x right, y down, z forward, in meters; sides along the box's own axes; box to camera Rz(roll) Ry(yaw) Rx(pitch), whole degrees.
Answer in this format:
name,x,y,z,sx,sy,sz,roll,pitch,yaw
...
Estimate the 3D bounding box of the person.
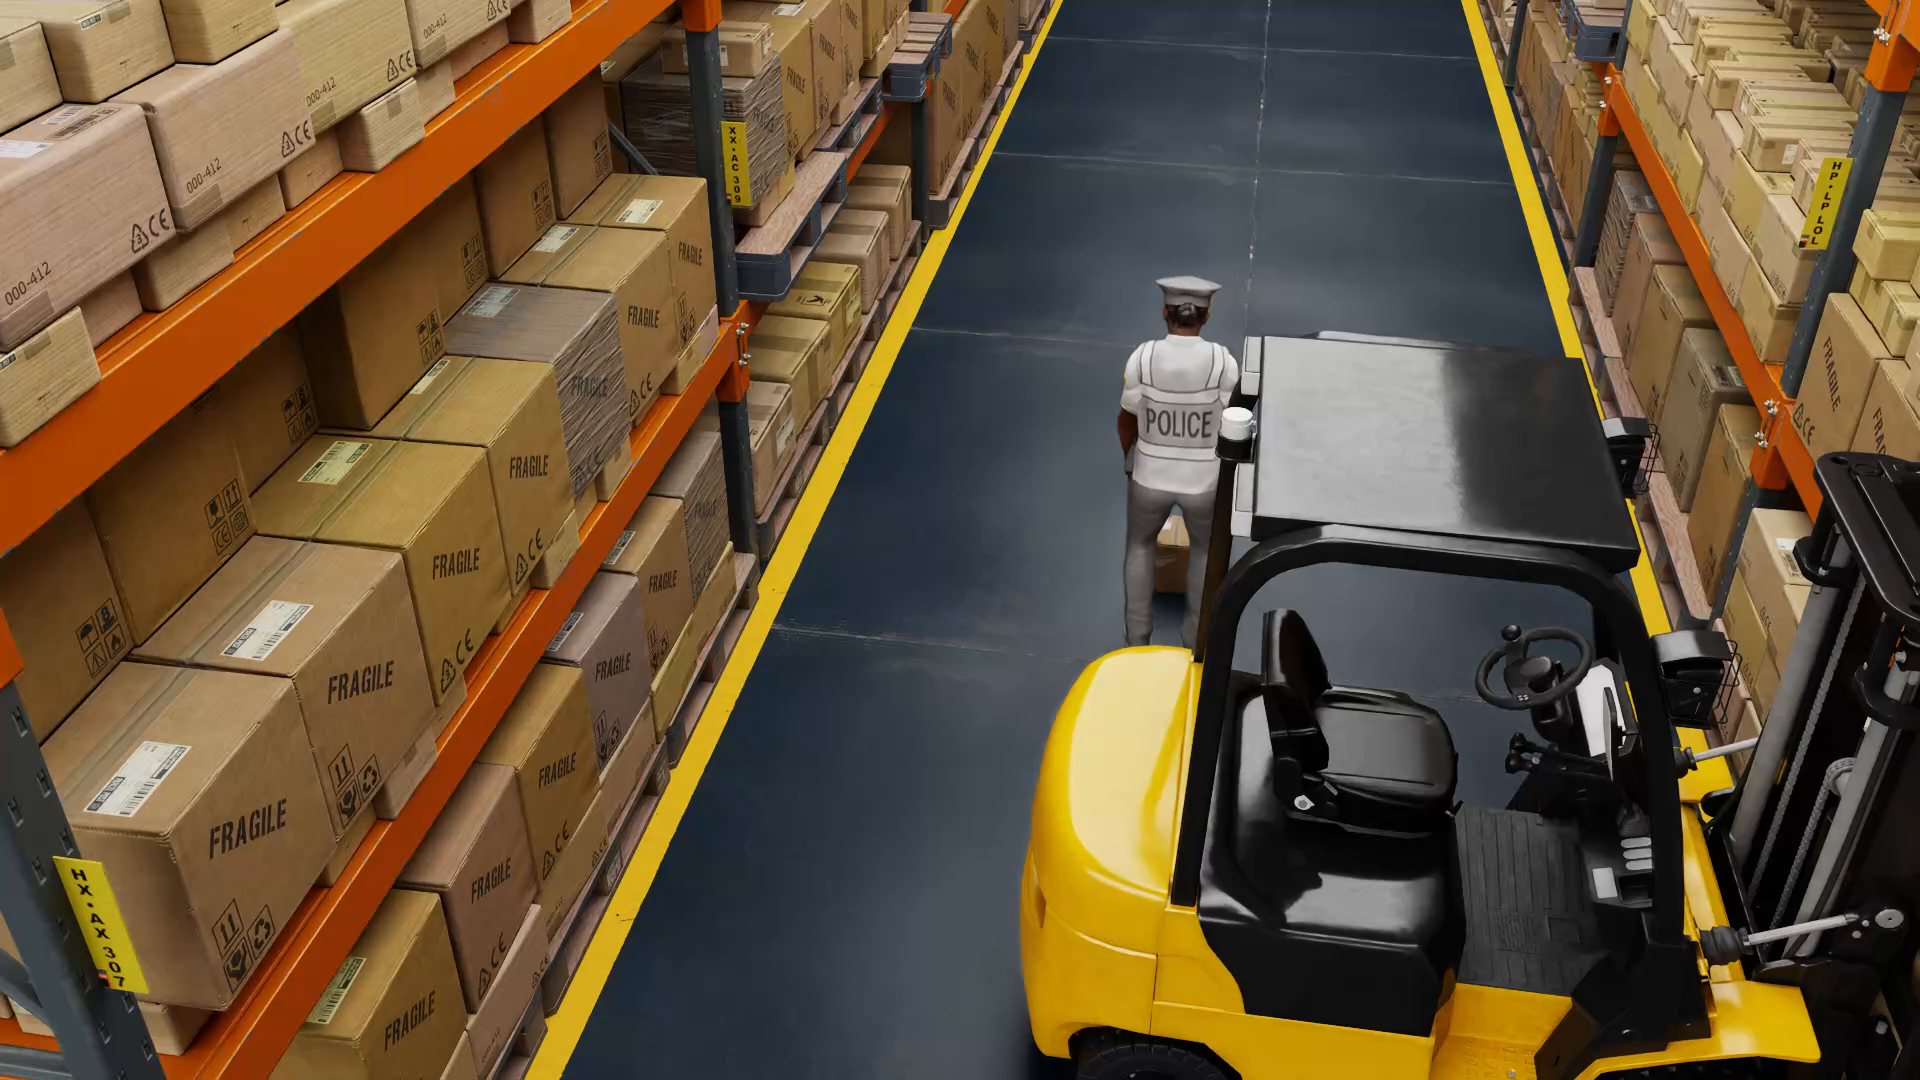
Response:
name,x,y,z,sx,sy,sz,roll,pitch,yaw
person,0.842,-0.257,6.590,0.457,1.624,0.442,6,33,9
